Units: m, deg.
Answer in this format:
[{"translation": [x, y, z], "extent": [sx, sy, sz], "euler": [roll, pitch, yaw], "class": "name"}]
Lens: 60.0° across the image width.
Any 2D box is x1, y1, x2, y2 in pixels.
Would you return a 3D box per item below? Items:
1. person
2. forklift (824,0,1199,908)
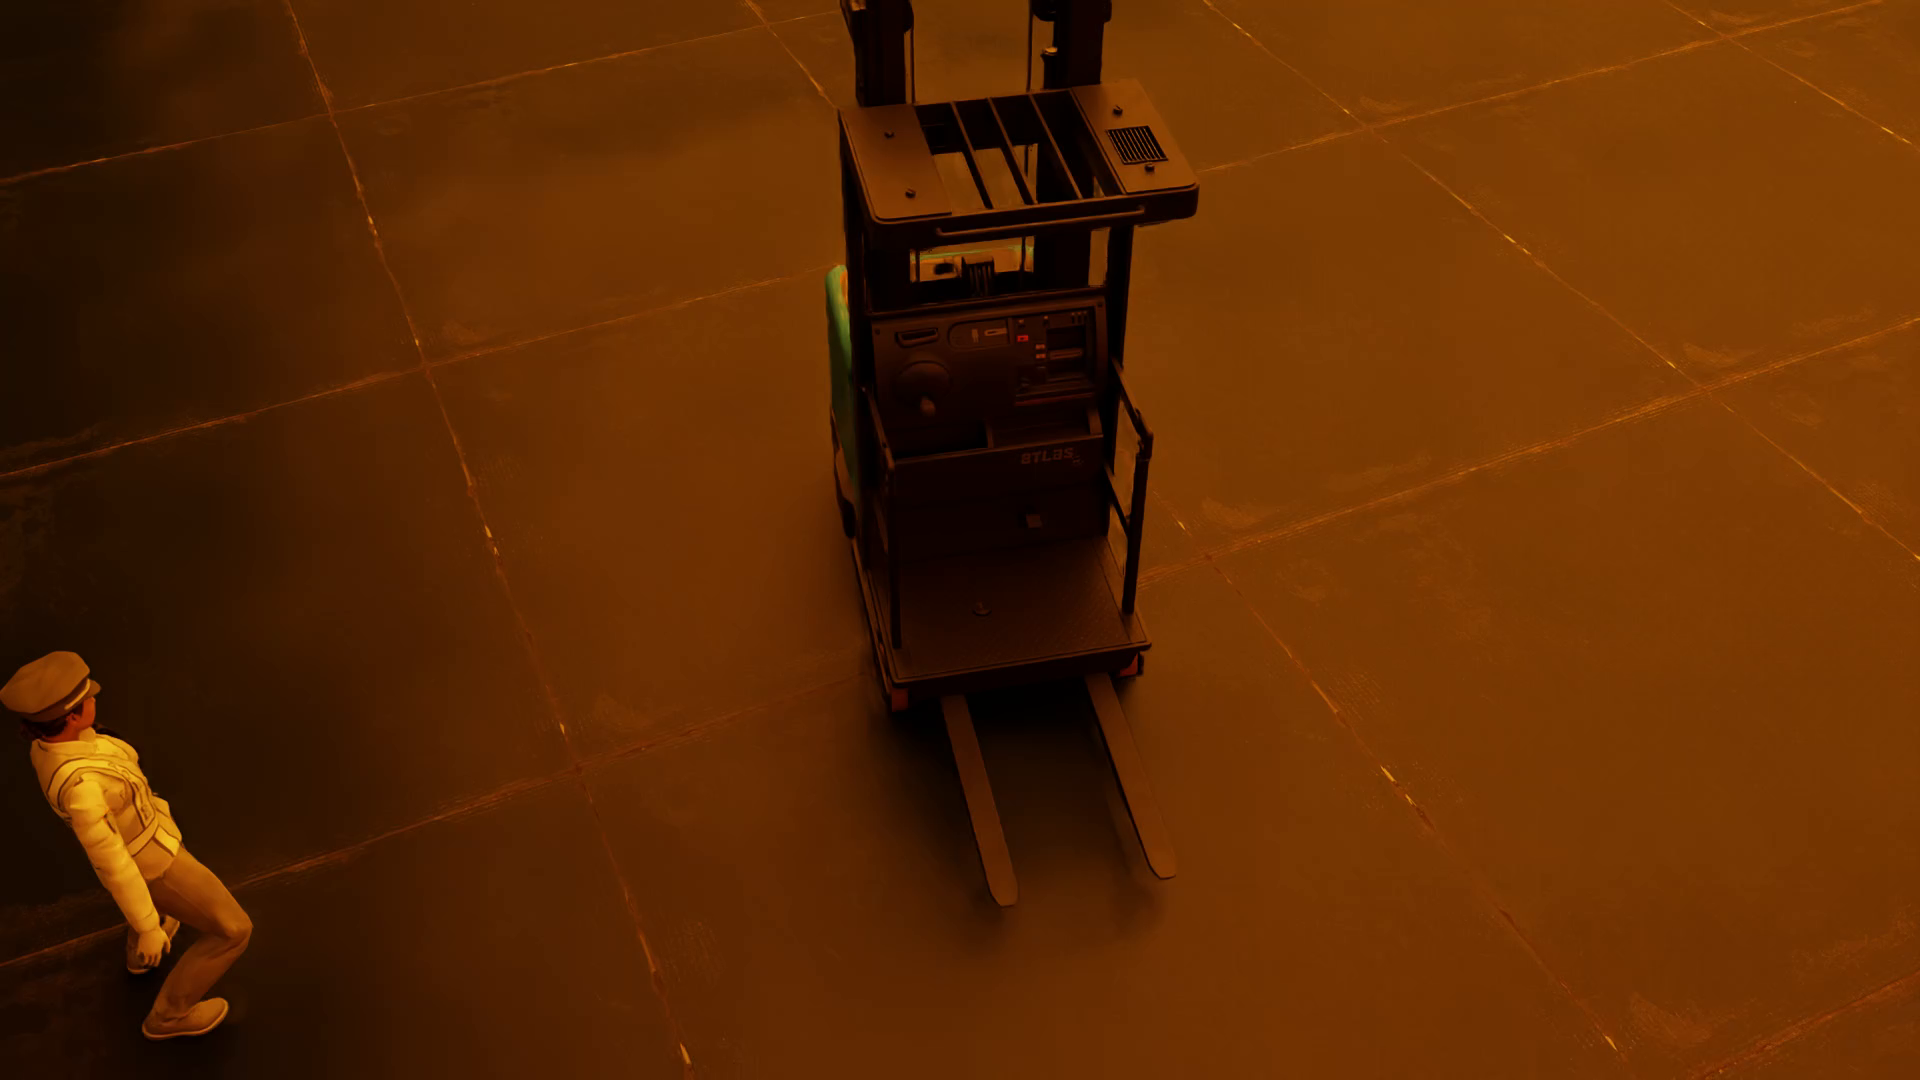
[{"translation": [-2.762, 1.053, 5.553], "extent": [0.460, 1.585, 0.820], "euler": [-26, 49, -25], "class": "person"}, {"translation": [0.166, -0.626, 6.350], "extent": [1.130, 2.935, 3.031], "euler": [-8, 44, -9], "class": "forklift"}]
